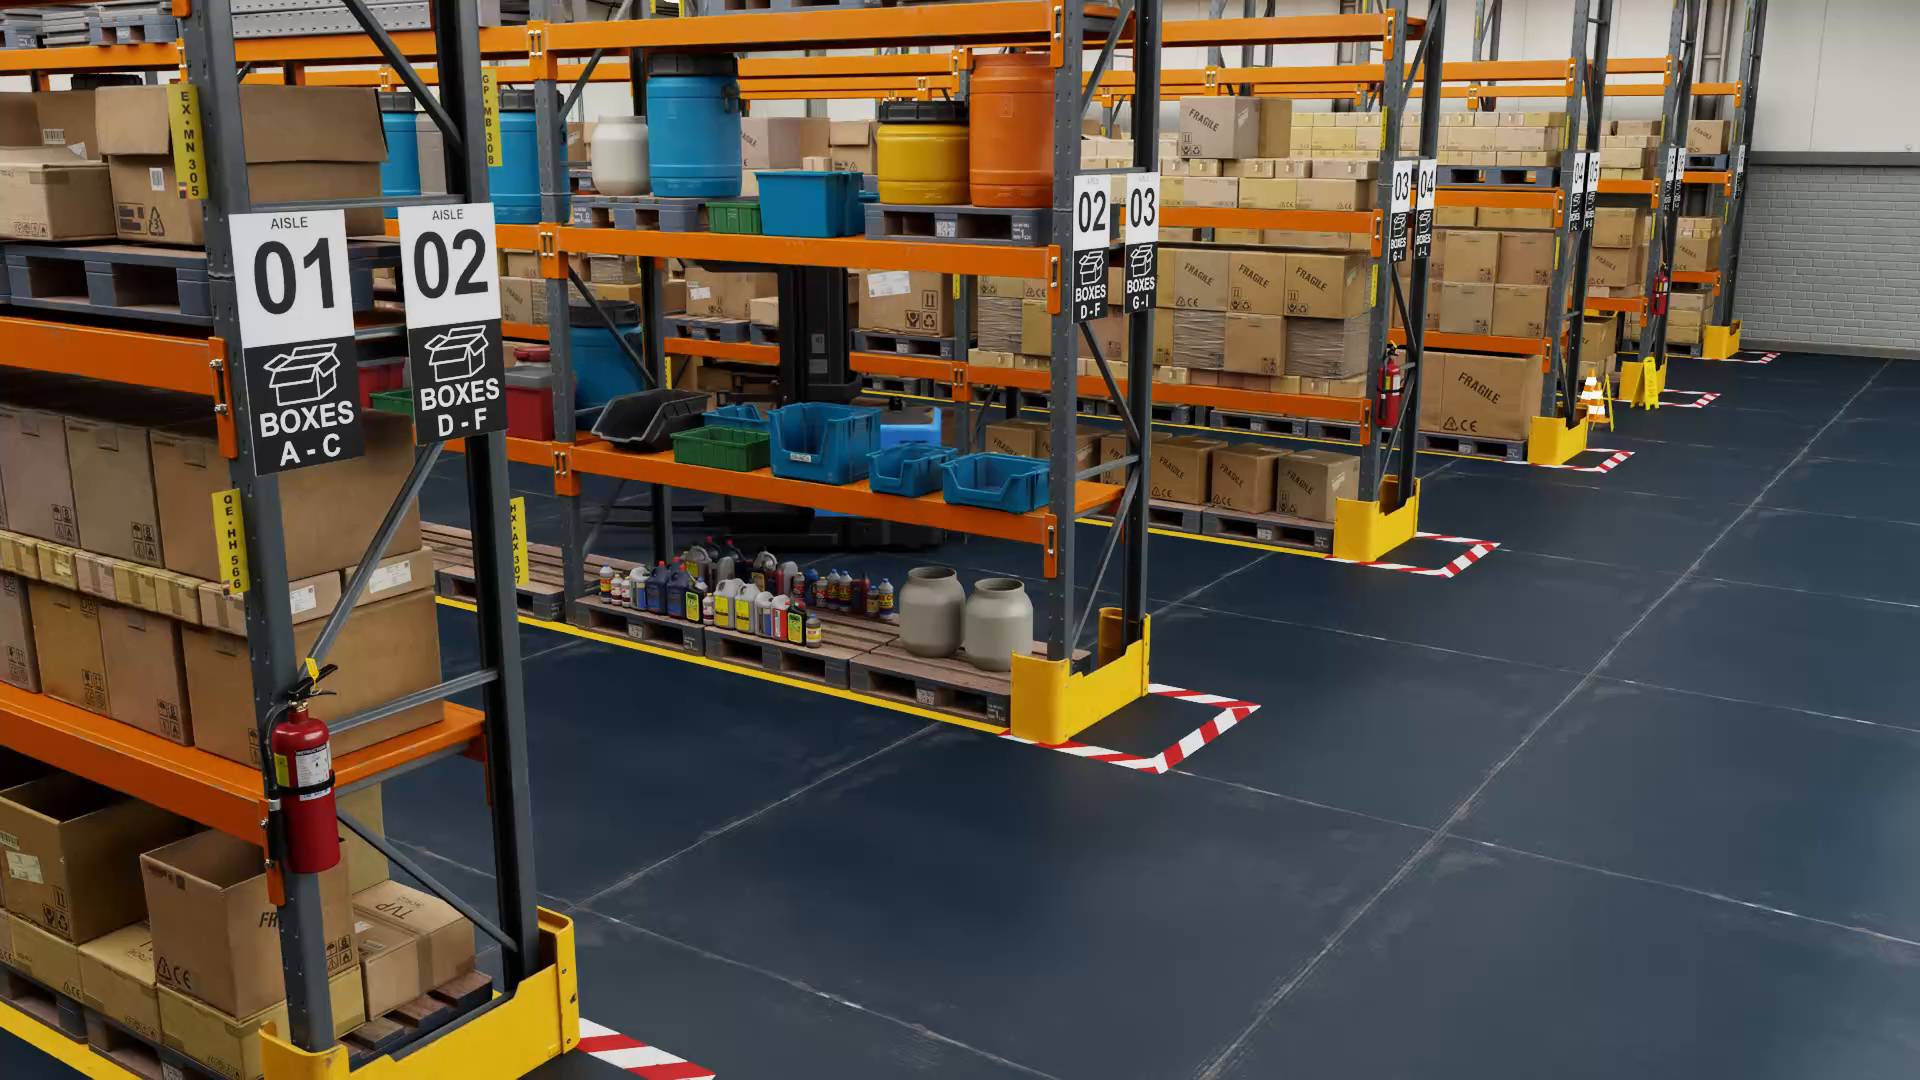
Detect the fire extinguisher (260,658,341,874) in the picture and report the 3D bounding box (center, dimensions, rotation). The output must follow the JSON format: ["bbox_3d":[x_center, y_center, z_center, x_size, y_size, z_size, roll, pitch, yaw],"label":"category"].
[{"bbox_3d":[-2.100,0.724,5.318,0.183,0.674,0.296,9,17,33],"label":"fire extinguisher"}]

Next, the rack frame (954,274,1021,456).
[{"bbox_3d":[0.274,-1.933,15.891,0.127,3.000,1.000,9,17,33],"label":"rack frame"}]

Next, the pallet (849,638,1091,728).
[{"bbox_3d":[0.068,0.833,10.517,1.213,0.211,1.003,9,17,33],"label":"pallet"}]

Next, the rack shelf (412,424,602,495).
[{"bbox_3d":[-4.150,-0.865,13.071,4.000,0.370,1.077,9,17,33],"label":"rack shelf"}]

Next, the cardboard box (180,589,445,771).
[{"bbox_3d":[-2.319,0.464,5.998,0.500,0.500,0.700,9,17,33],"label":"cardboard box"}]

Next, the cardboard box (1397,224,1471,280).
[{"bbox_3d":[5.262,-3.184,18.385,0.550,0.550,0.875,9,17,33],"label":"cardboard box"}]

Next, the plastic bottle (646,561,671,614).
[{"bbox_3d":[-2.052,0.318,11.395,0.185,0.351,0.144,10,17,34],"label":"plastic bottle"}]

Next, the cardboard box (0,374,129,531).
[{"bbox_3d":[-3.637,-0.377,6.695,0.500,0.500,0.700,9,17,33],"label":"cardboard box"}]

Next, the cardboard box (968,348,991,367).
[{"bbox_3d":[0.284,-1.723,15.562,0.250,0.149,0.380,9,17,33],"label":"cardboard box"}]

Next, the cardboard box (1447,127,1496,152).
[{"bbox_3d":[5.468,-4.229,17.535,0.500,0.250,0.500,9,17,33],"label":"cardboard box"}]

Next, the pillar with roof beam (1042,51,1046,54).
[{"bbox_3d":[-0.544,-8.299,29.122,0.400,9.000,9.100,9,17,33],"label":"pillar with roof beam"}]

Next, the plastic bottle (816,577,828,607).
[{"bbox_3d":[-0.952,0.358,11.544,0.097,0.201,0.097,0,14,0],"label":"plastic bottle"}]

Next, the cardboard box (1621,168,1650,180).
[{"bbox_3d":[8.671,-4.699,21.344,0.250,0.149,0.380,9,17,33],"label":"cardboard box"}]

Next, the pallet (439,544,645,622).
[{"bbox_3d":[-3.164,0.310,12.631,1.213,0.211,1.003,9,17,33],"label":"pallet"}]

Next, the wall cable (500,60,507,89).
[{"bbox_3d":[-9.030,-9.137,32.508,0.029,3.000,0.463,9,17,33],"label":"wall cable"}]

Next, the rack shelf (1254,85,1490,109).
[{"bbox_3d":[6.912,-7.536,28.370,4.000,0.370,1.077,9,17,33],"label":"rack shelf"}]

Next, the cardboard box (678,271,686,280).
[{"bbox_3d":[-3.880,-3.851,24.161,0.250,0.149,0.380,9,16,32],"label":"cardboard box"}]

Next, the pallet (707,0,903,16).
[{"bbox_3d":[-0.775,-3.304,10.167,1.213,0.211,1.003,9,17,33],"label":"pallet"}]

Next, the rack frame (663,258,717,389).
[{"bbox_3d":[-3.045,-2.470,18.058,0.127,3.000,1.000,9,17,33],"label":"rack frame"}]

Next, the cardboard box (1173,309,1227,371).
[{"bbox_3d":[2.279,-1.788,14.476,0.500,0.500,0.875,9,17,33],"label":"cardboard box"}]

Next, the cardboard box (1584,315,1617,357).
[{"bbox_3d":[8.589,-2.772,22.568,0.500,0.500,0.500,9,16,31],"label":"cardboard box"}]

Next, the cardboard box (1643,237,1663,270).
[{"bbox_3d":[10.910,-4.497,26.038,0.500,0.500,0.500,10,17,35],"label":"cardboard box"}]

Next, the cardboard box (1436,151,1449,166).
[{"bbox_3d":[5.135,-4.072,17.730,0.250,0.149,0.380,9,16,32],"label":"cardboard box"}]

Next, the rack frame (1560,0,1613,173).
[{"bbox_3d":[6.445,-5.284,16.943,0.127,3.000,1.000,9,17,33],"label":"rack frame"}]

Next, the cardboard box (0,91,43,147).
[{"bbox_3d":[-3.962,-1.491,6.480,0.637,0.503,0.797,12,18,39],"label":"cardboard box"}]

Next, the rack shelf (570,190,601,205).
[{"bbox_3d":[-4.705,-3.845,18.867,4.000,0.370,1.077,9,17,33],"label":"rack shelf"}]

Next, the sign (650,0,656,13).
[{"bbox_3d":[-2.174,-3.865,11.643,0.005,0.325,0.100,9,17,33],"label":"sign"}]

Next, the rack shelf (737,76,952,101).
[{"bbox_3d":[-1.853,-6.082,22.495,4.000,0.370,1.077,9,17,33],"label":"rack shelf"}]

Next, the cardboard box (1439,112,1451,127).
[{"bbox_3d":[5.135,-4.460,17.635,0.250,0.149,0.380,9,17,33],"label":"cardboard box"}]

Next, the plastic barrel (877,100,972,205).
[{"bbox_3d":[-0.188,-2.288,9.816,0.600,0.588,0.600,0,14,0],"label":"plastic barrel"}]

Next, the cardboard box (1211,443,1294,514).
[{"bbox_3d":[2.569,-0.548,14.622,0.500,0.500,0.500,-12,18,-39],"label":"cardboard box"}]

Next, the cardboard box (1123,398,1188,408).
[{"bbox_3d":[2.560,-2.086,20.315,0.750,0.750,1.050,9,17,33],"label":"cardboard box"}]

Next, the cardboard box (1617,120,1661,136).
[{"bbox_3d":[10.593,-6.288,25.950,0.500,0.500,0.700,9,17,33],"label":"cardboard box"}]

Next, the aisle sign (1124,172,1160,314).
[{"bbox_3d":[1.052,-1.720,9.619,0.004,0.787,0.394,9,17,33],"label":"aisle sign"}]

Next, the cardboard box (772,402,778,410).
[{"bbox_3d":[-1.537,-1.238,17.367,0.500,0.500,0.700,11,18,37],"label":"cardboard box"}]

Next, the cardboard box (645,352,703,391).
[{"bbox_3d":[-3.606,-1.739,18.653,0.875,0.875,1.225,8,16,30],"label":"cardboard box"}]

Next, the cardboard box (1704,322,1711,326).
[{"bbox_3d":[11.592,-3.337,26.409,0.500,0.250,0.500,9,17,33],"label":"cardboard box"}]

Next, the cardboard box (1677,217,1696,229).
[{"bbox_3d":[11.254,-4.904,25.713,0.250,0.149,0.380,9,17,33],"label":"cardboard box"}]

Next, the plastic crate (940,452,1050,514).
[{"bbox_3d":[0.246,-0.345,9.782,0.616,0.251,0.499,9,17,33],"label":"plastic crate"}]

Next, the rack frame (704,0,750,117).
[{"bbox_3d":[-4.153,-8.431,29.653,0.127,3.000,1.000,9,17,33],"label":"rack frame"}]

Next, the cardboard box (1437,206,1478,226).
[{"bbox_3d":[6.862,-4.340,22.704,0.500,0.500,0.700,9,16,32],"label":"cardboard box"}]

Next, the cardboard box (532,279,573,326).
[{"bbox_3d":[-4.436,-2.672,18.667,0.500,0.500,0.500,9,16,31],"label":"cardboard box"}]

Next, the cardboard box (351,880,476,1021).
[{"bbox_3d":[-2.260,1.592,6.496,0.500,0.250,0.500,9,17,33],"label":"cardboard box"}]

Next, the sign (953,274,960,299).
[{"bbox_3d":[-0.033,-2.384,15.303,0.005,0.325,0.100,9,17,33],"label":"sign"}]

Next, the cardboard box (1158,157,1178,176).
[{"bbox_3d":[1.707,-3.210,14.288,0.250,0.149,0.380,10,17,34],"label":"cardboard box"}]

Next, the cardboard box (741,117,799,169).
[{"bbox_3d":[-1.959,-3.968,16.619,0.500,0.500,0.500,9,16,31],"label":"cardboard box"}]

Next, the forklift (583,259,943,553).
[{"bbox_3d":[-1.663,-1.440,14.041,3.031,2.935,1.130,0,14,0],"label":"forklift"}]

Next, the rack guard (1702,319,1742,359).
[{"bbox_3d":[11.911,-3.146,25.993,0.348,0.500,1.175,9,17,33],"label":"rack guard"}]

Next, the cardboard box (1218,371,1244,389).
[{"bbox_3d":[2.415,-1.407,14.289,0.250,0.149,0.380,9,17,33],"label":"cardboard box"}]

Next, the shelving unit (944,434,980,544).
[{"bbox_3d":[0.019,-0.439,14.224,0.210,0.900,0.258,8,16,30],"label":"shelving unit"}]

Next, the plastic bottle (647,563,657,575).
[{"bbox_3d":[-2.128,0.306,11.582,0.133,0.283,0.061,9,17,33],"label":"plastic bottle"}]

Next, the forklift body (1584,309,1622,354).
[{"bbox_3d":[9.299,-3.842,25.366,1.214,2.155,2.313,9,17,33],"label":"forklift body"}]

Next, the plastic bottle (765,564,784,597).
[{"bbox_3d":[-1.294,0.301,11.602,0.133,0.283,0.061,9,17,33],"label":"plastic bottle"}]
